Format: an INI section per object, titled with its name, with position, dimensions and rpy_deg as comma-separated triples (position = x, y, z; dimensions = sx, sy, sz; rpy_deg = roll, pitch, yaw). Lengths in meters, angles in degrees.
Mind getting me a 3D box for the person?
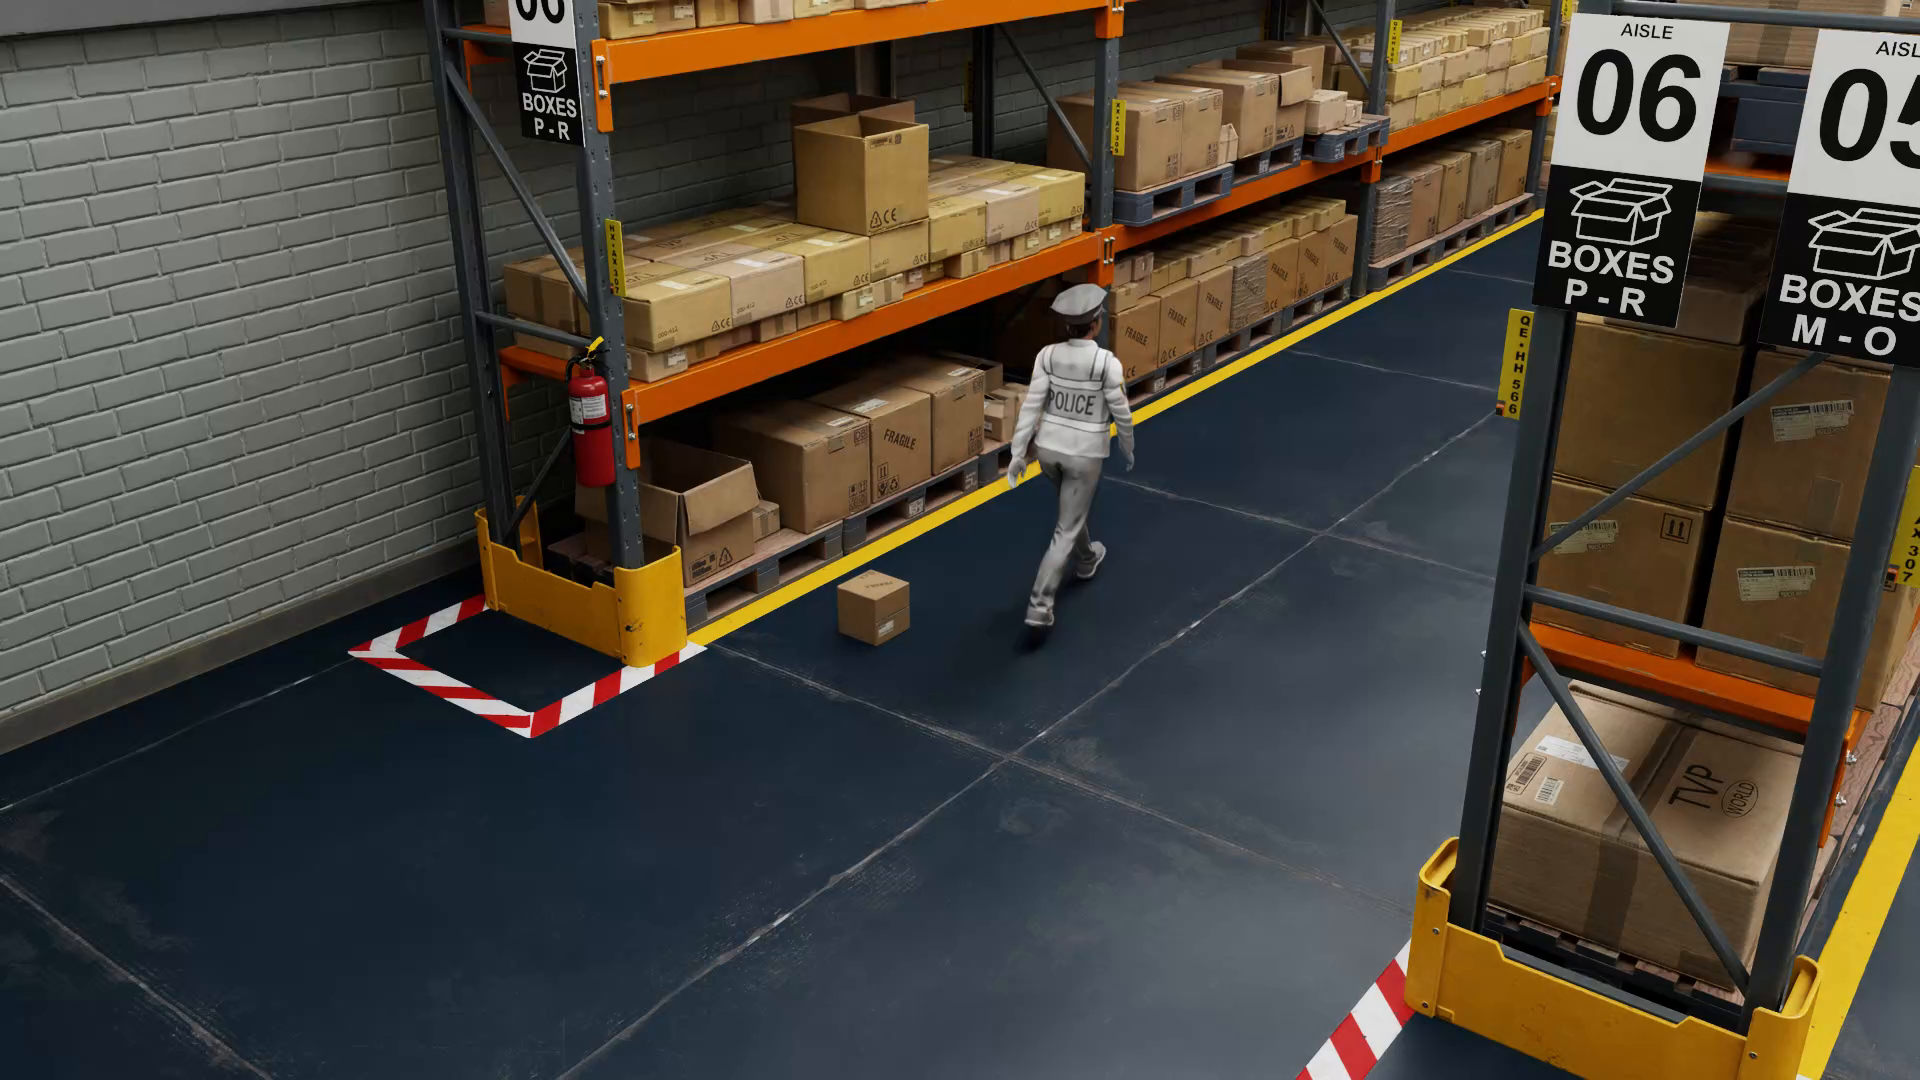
[person]
position = 0.557, -0.428, 8.077
dimensions = 0.523, 1.619, 1.085
rpy_deg = 15, 28, 30
